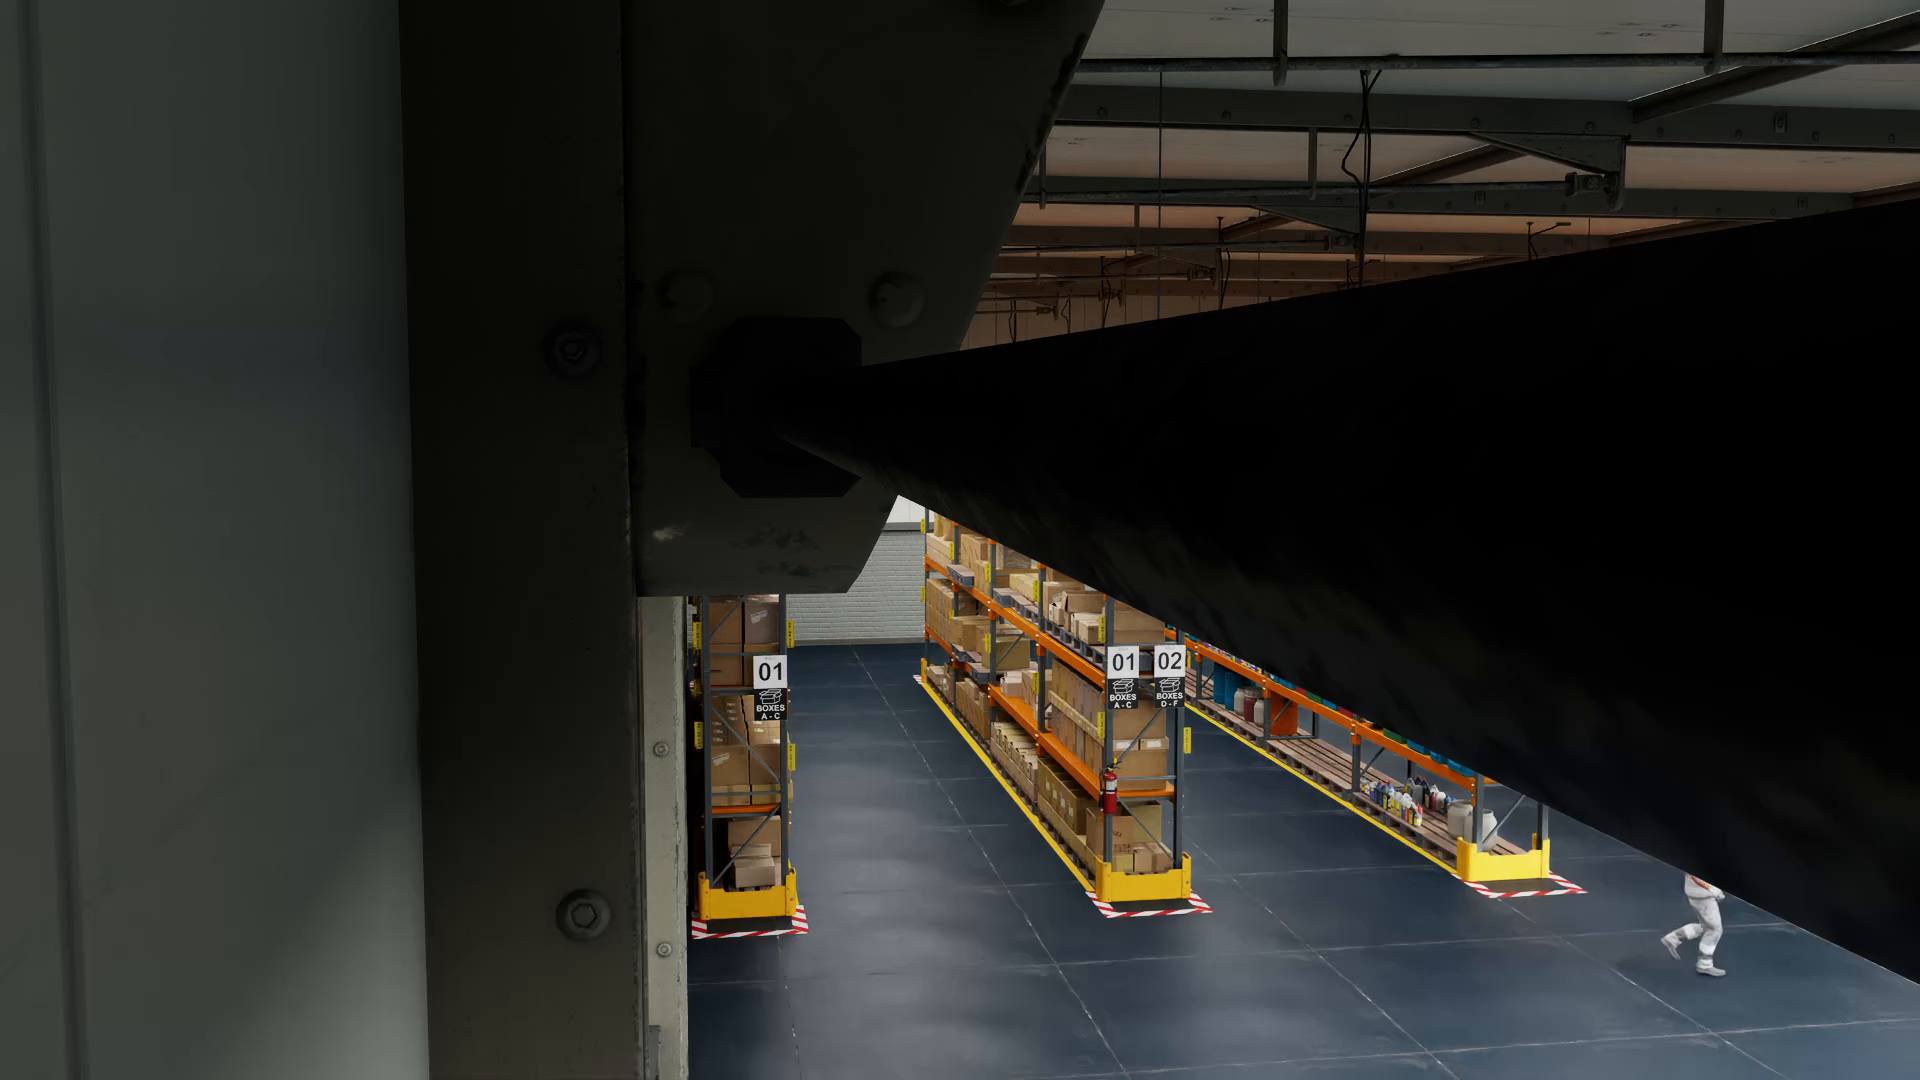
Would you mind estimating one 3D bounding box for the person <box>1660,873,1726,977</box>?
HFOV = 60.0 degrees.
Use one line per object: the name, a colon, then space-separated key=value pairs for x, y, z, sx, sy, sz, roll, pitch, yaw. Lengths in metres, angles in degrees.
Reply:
person: x=8.020 y=3.862 z=18.119 sx=0.666 sy=1.755 sz=0.668 roll=2 pitch=5 yaw=18
